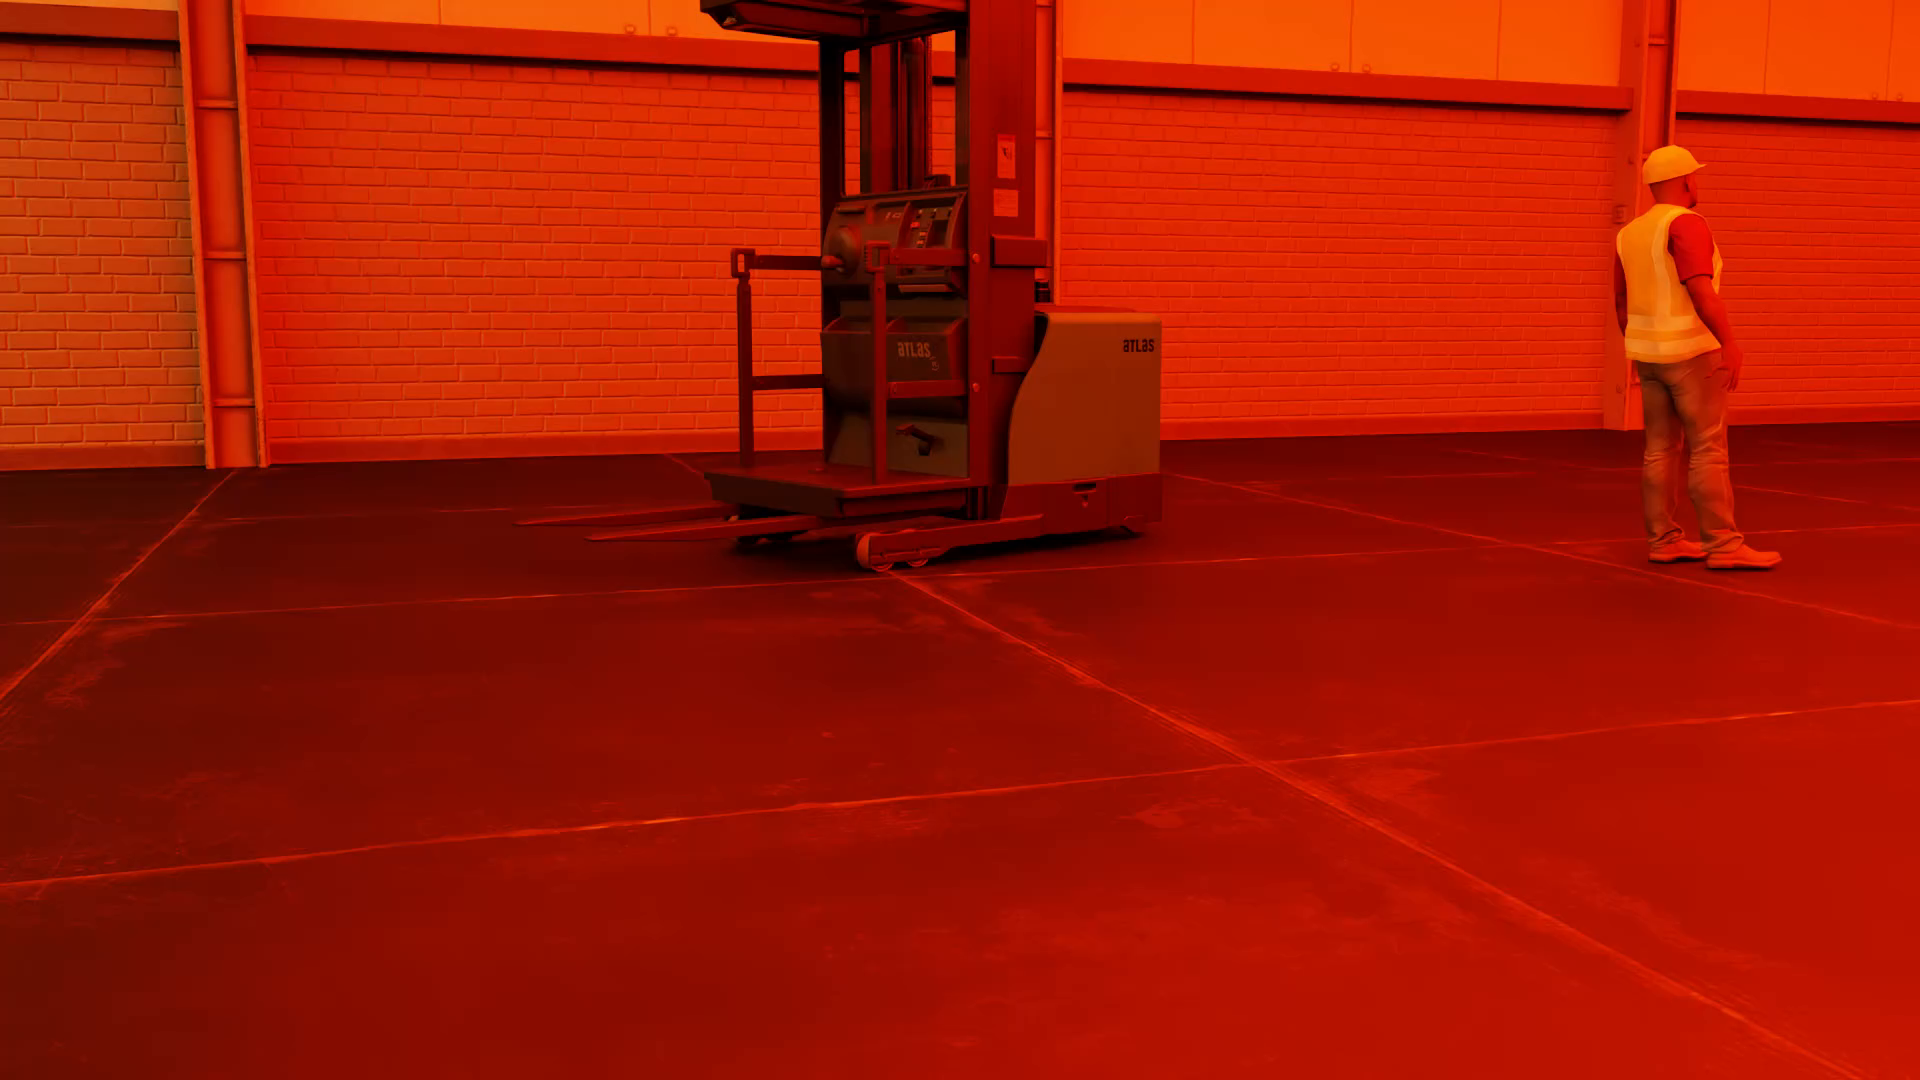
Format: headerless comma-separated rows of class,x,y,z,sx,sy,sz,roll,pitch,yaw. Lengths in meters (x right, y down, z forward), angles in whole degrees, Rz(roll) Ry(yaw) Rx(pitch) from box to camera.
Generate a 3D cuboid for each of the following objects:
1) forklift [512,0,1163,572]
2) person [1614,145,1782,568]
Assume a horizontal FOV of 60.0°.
forklift,-0.461,-1.399,7.333,3.031,2.935,1.130,-7,10,-40
person,3.127,-0.787,7.106,0.577,1.766,0.666,-2,8,-13
